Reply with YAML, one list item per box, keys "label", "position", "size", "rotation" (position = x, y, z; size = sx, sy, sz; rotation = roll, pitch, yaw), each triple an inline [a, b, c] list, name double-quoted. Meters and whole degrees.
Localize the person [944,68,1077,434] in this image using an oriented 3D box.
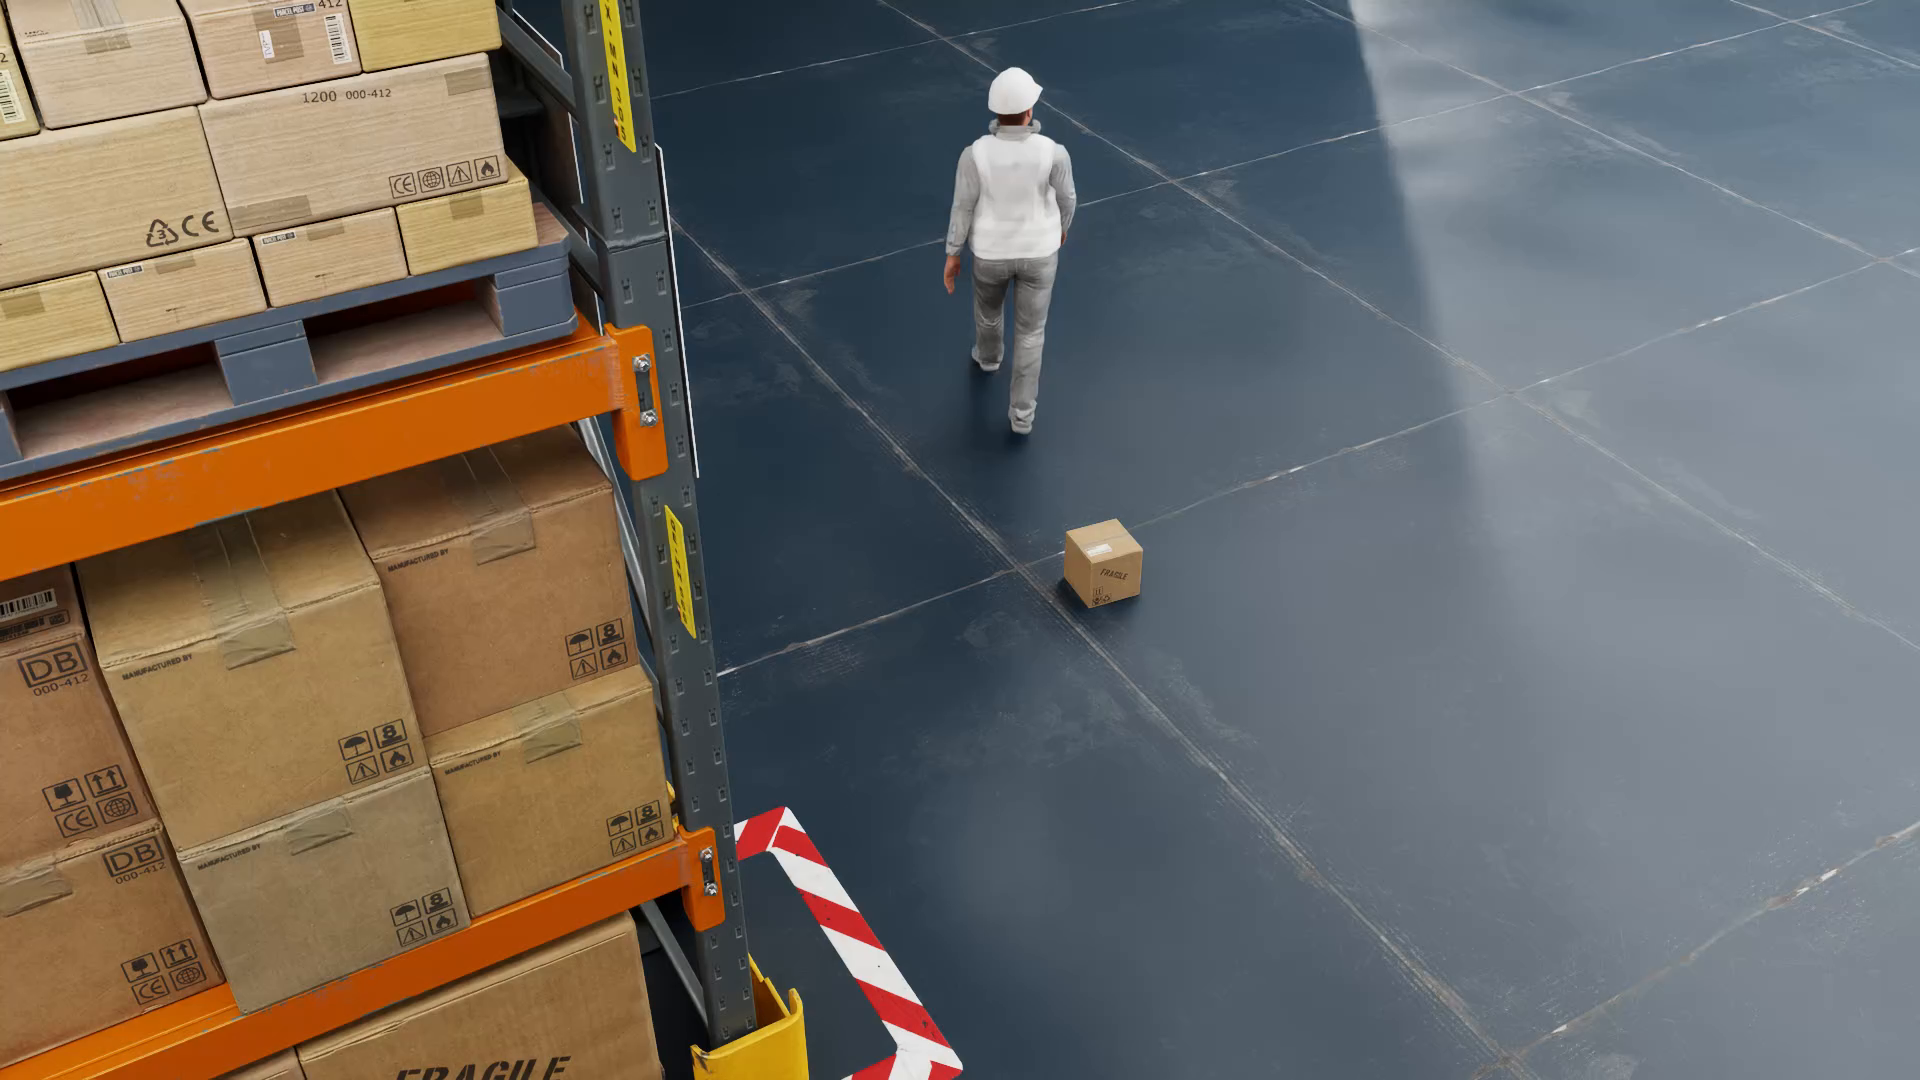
- label: "person"
  position: [0.242, -1.460, 8.061]
  size: [0.624, 1.737, 0.919]
  rotation: [1, 37, 2]
